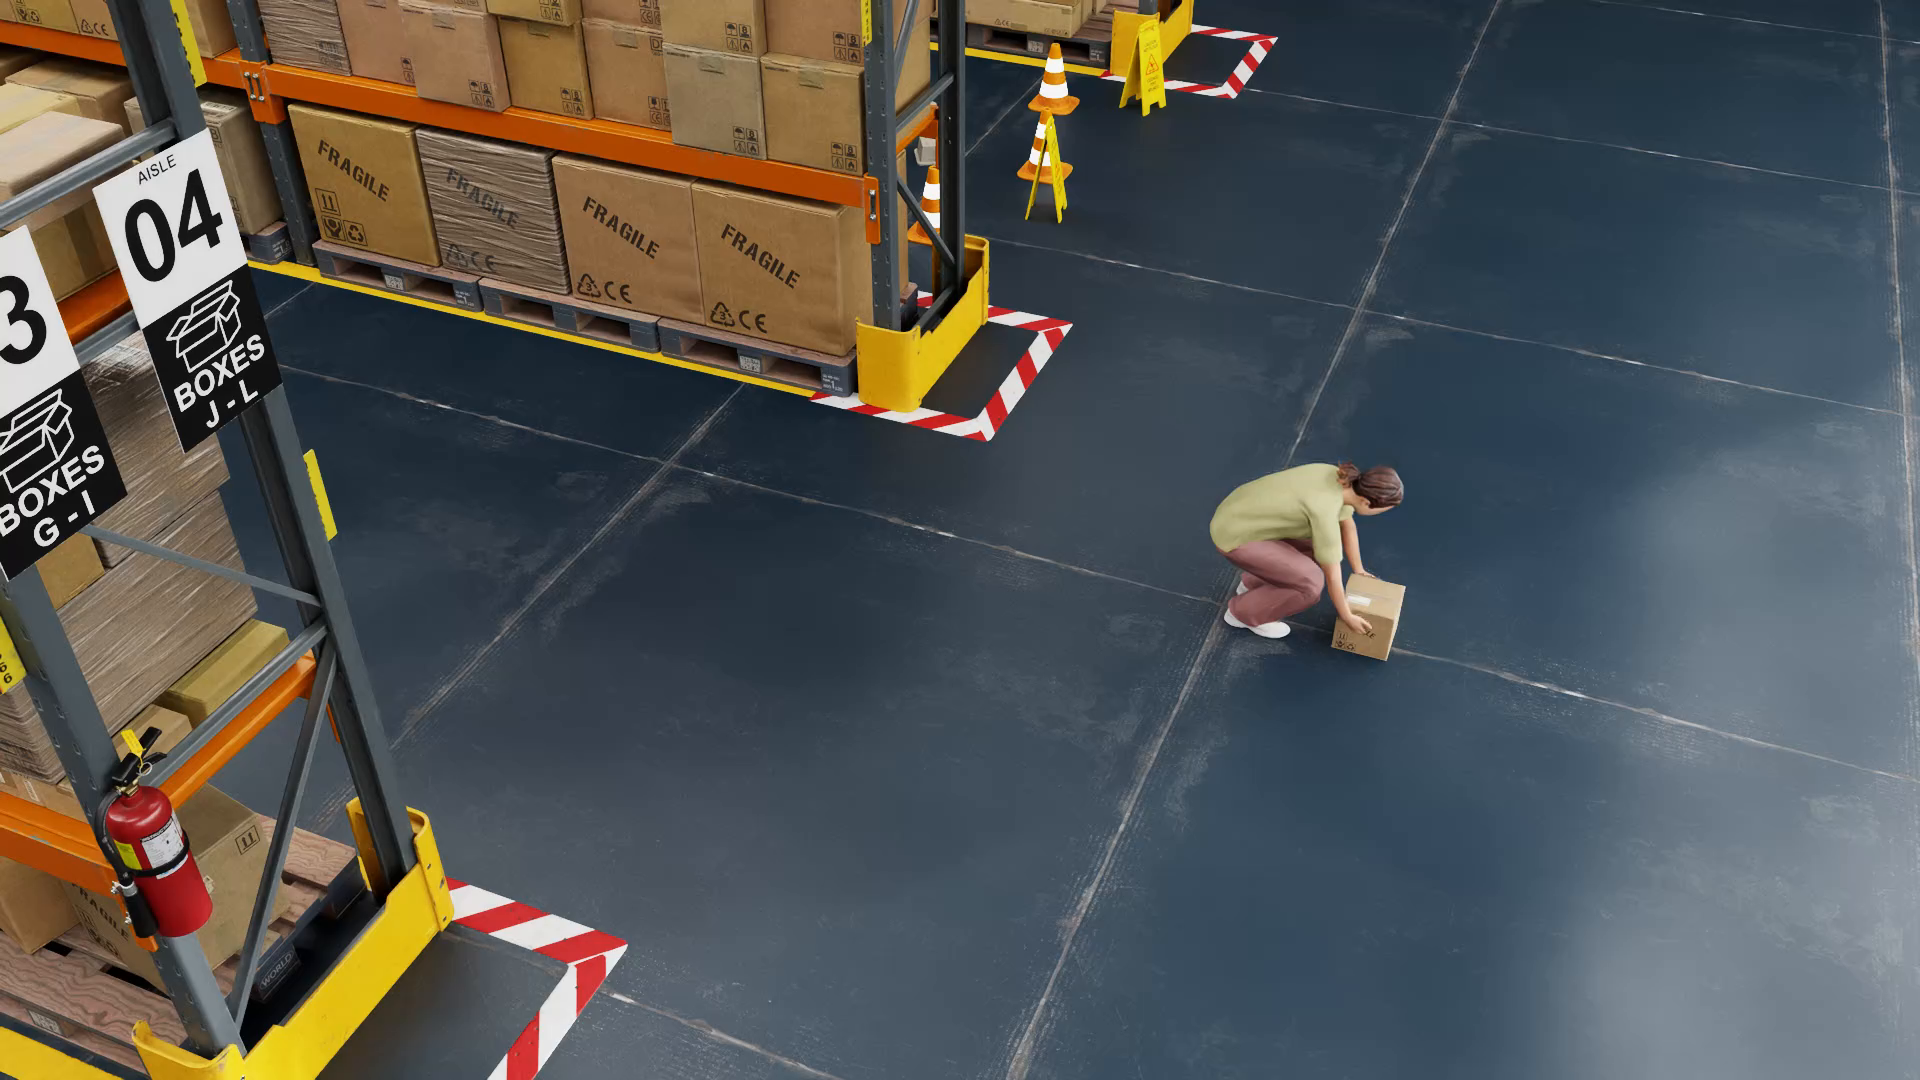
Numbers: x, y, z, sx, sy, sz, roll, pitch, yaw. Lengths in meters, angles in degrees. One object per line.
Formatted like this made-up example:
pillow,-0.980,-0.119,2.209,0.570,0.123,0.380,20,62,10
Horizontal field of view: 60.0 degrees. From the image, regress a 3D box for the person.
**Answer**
person,1.529,0.003,7.465,0.800,0.886,0.490,14,40,17
